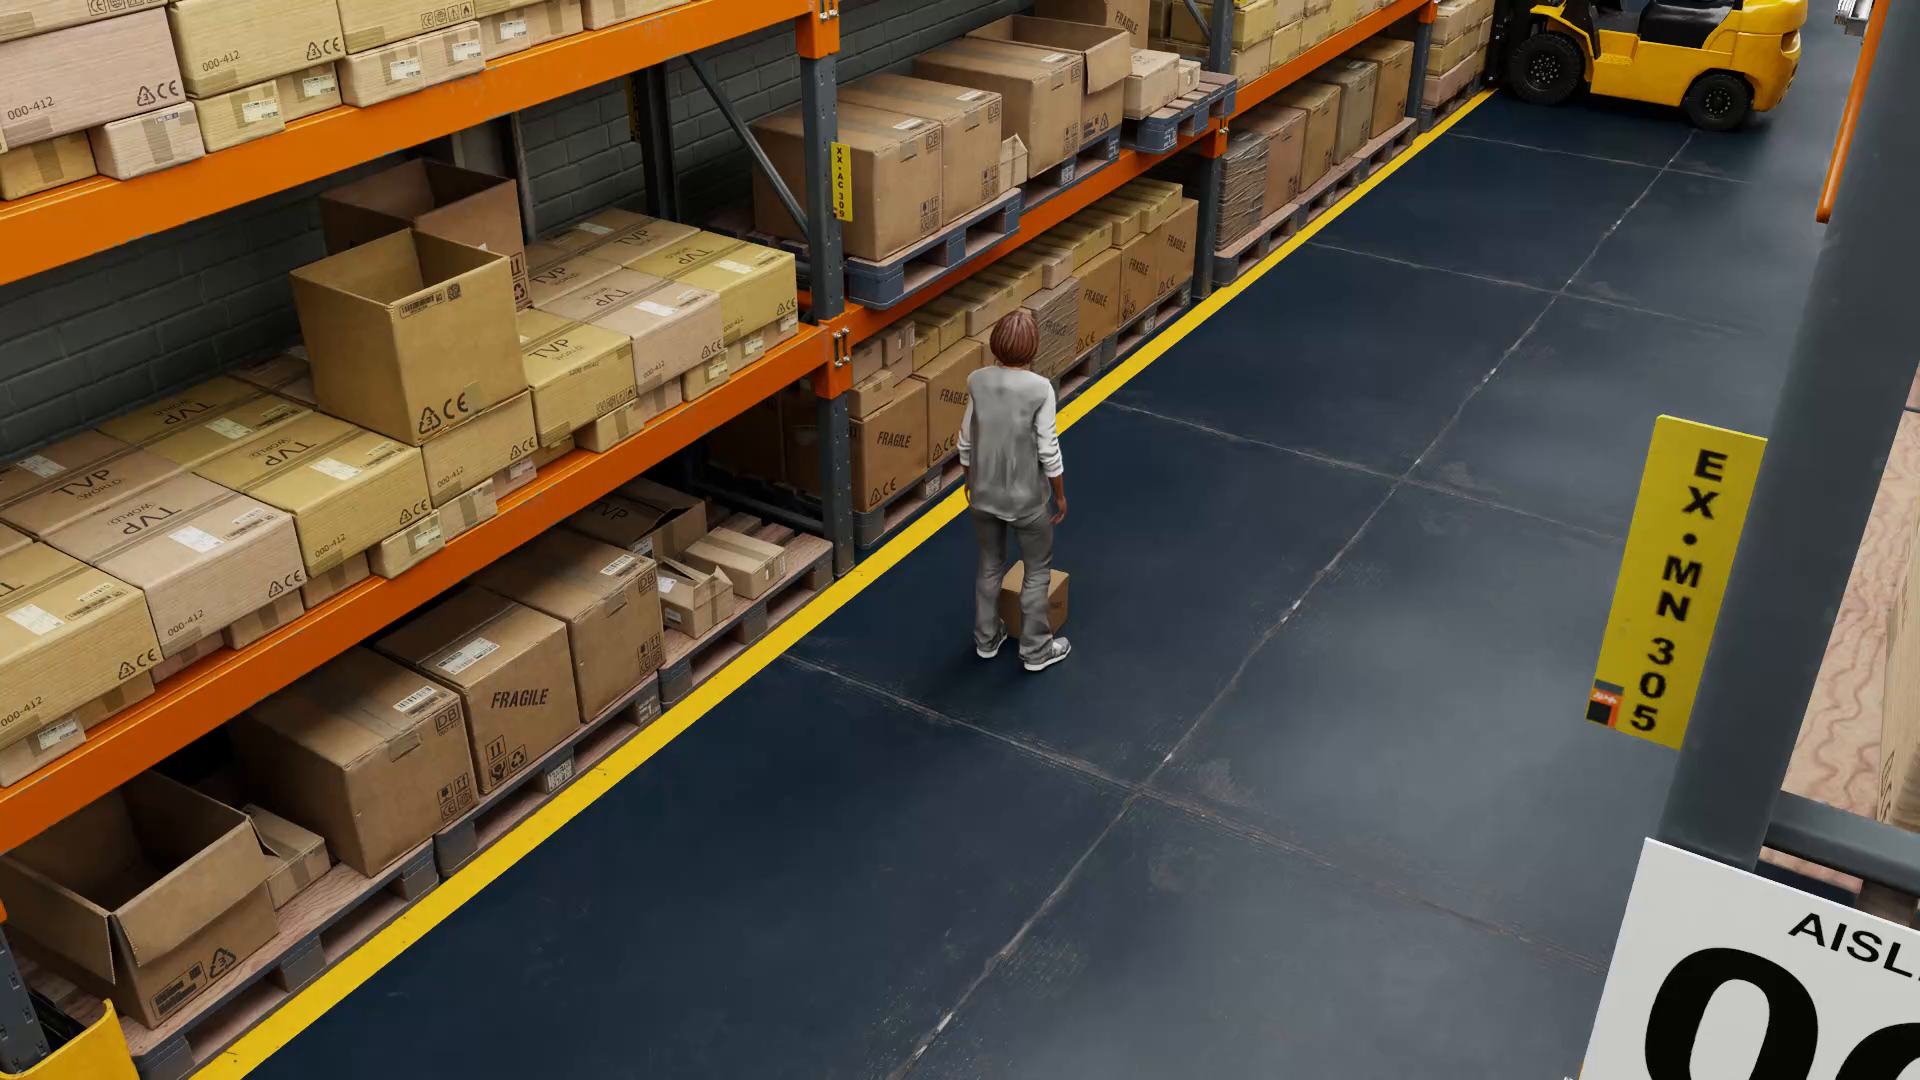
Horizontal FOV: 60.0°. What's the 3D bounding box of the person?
[{"bbox_3d":[0.218,-0.183,6.948,0.483,1.594,0.341,15,34,23],"label":"person"}]
